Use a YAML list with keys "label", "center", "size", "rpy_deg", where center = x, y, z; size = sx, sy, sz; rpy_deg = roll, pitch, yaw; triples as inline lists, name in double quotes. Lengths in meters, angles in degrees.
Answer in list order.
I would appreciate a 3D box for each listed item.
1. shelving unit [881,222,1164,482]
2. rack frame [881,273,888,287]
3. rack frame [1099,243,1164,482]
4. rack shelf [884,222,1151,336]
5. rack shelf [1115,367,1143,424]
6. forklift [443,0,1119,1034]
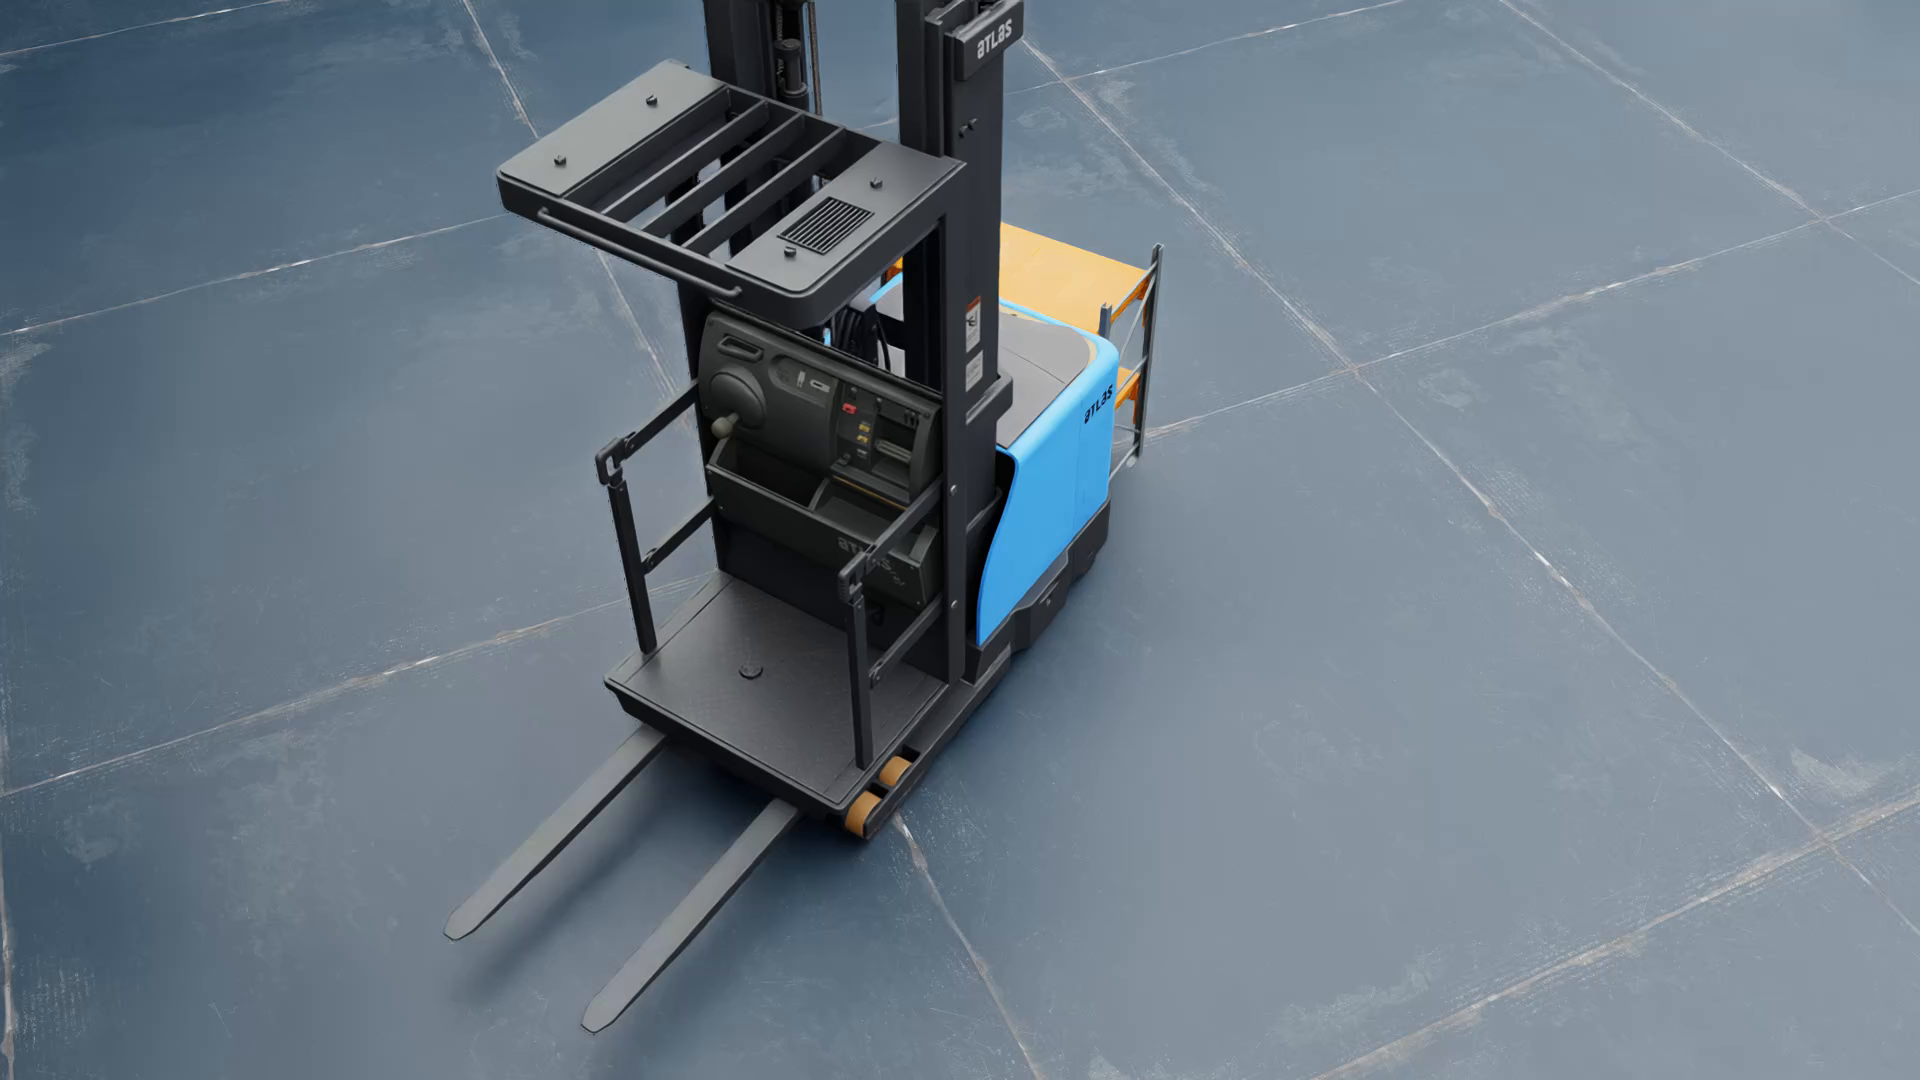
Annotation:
- label: "shelving unit"
  center: [0.248, -0.830, 7.159]
  size: [1.048, 1.125, 0.538]
  rpy_deg: [23, 49, 21]
- label: "rack frame"
  center: [-0.188, -1.014, 7.345]
  size: [0.032, 1.125, 0.500]
  rpy_deg: [23, 49, 21]
- label: "rack frame"
  center: [0.684, -0.647, 6.974]
  size: [0.032, 1.125, 0.500]
  rpy_deg: [23, 49, 21]
- label: "rack shelf"
  center: [0.248, -1.039, 6.954]
  size: [1.000, 0.278, 0.538]
  rpy_deg: [23, 49, 21]
- label: "rack shelf"
  center: [0.248, -0.656, 7.331]
  size: [1.000, 0.278, 0.538]
  rpy_deg: [23, 49, 21]
- label: "forklift"
  center: [-0.602, -0.350, 5.387]
  size: [1.130, 2.935, 3.031]
  rpy_deg: [25, 50, 23]
